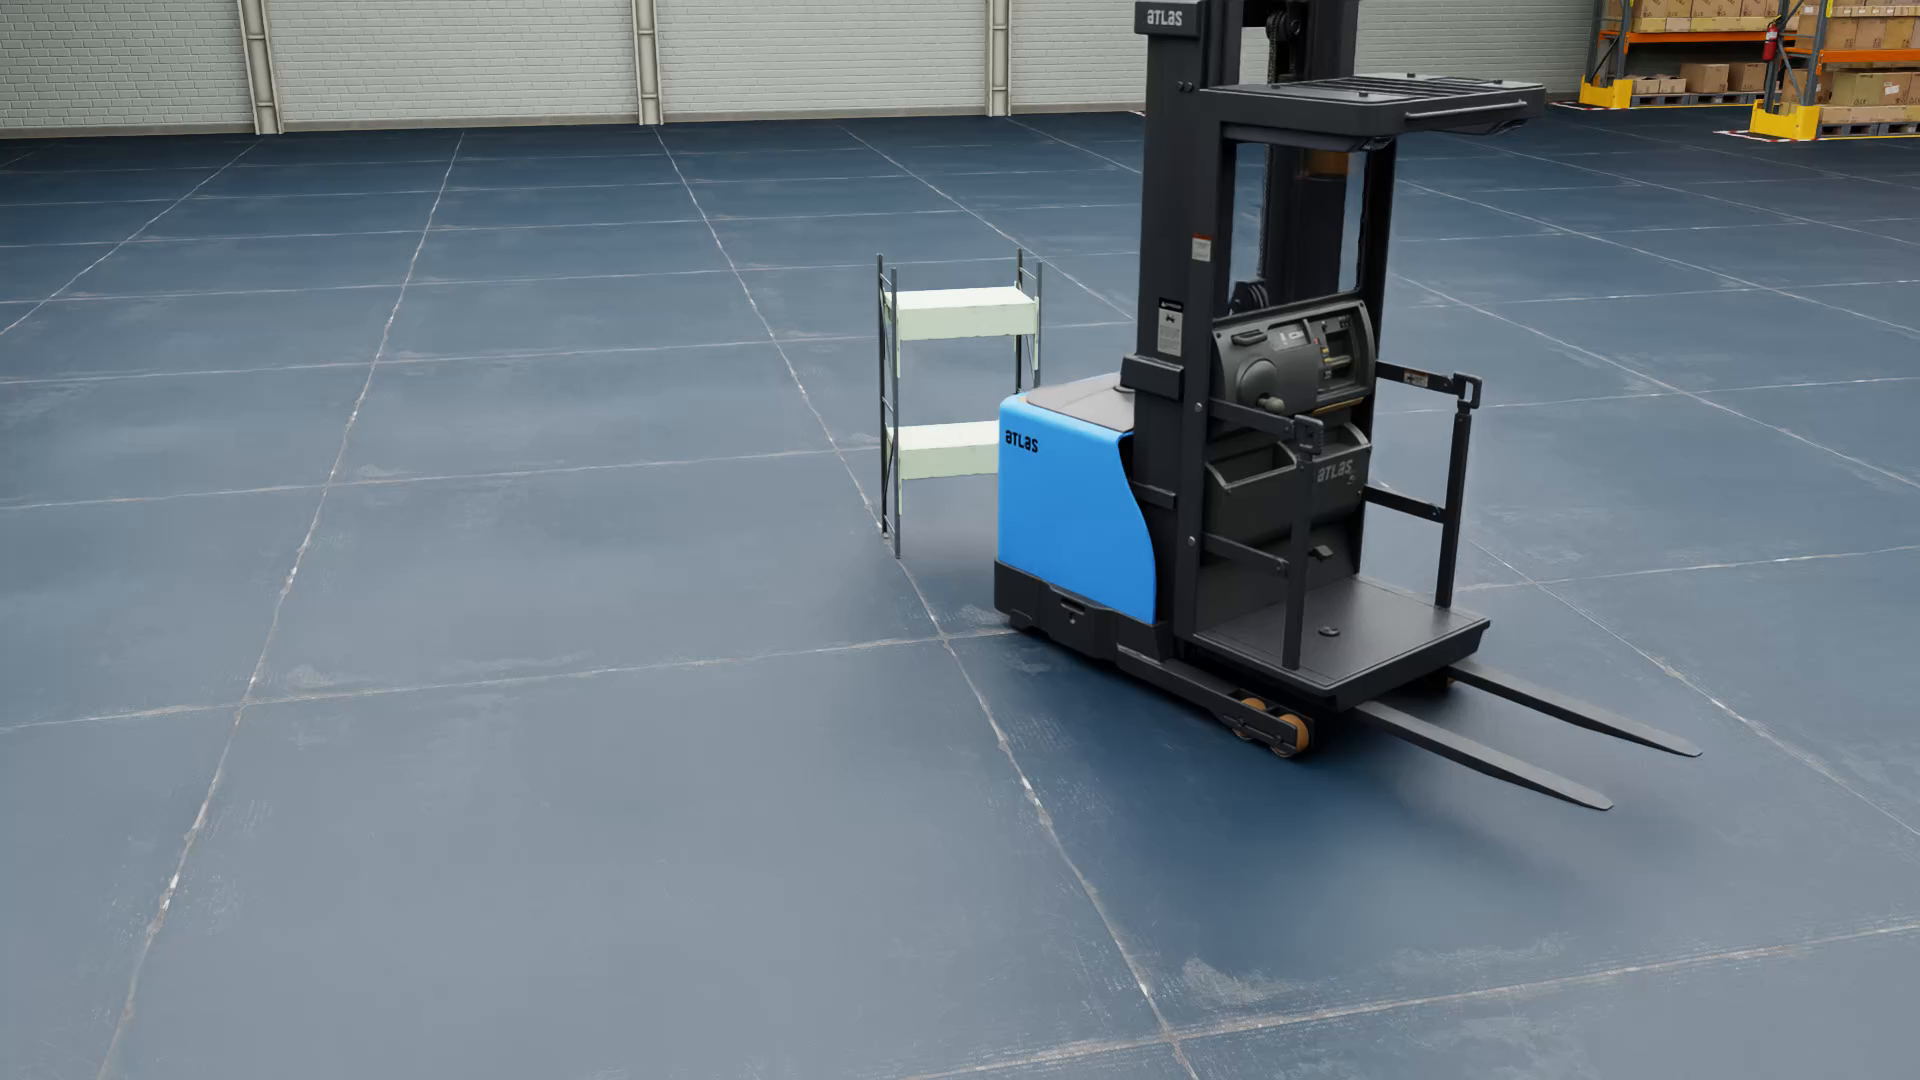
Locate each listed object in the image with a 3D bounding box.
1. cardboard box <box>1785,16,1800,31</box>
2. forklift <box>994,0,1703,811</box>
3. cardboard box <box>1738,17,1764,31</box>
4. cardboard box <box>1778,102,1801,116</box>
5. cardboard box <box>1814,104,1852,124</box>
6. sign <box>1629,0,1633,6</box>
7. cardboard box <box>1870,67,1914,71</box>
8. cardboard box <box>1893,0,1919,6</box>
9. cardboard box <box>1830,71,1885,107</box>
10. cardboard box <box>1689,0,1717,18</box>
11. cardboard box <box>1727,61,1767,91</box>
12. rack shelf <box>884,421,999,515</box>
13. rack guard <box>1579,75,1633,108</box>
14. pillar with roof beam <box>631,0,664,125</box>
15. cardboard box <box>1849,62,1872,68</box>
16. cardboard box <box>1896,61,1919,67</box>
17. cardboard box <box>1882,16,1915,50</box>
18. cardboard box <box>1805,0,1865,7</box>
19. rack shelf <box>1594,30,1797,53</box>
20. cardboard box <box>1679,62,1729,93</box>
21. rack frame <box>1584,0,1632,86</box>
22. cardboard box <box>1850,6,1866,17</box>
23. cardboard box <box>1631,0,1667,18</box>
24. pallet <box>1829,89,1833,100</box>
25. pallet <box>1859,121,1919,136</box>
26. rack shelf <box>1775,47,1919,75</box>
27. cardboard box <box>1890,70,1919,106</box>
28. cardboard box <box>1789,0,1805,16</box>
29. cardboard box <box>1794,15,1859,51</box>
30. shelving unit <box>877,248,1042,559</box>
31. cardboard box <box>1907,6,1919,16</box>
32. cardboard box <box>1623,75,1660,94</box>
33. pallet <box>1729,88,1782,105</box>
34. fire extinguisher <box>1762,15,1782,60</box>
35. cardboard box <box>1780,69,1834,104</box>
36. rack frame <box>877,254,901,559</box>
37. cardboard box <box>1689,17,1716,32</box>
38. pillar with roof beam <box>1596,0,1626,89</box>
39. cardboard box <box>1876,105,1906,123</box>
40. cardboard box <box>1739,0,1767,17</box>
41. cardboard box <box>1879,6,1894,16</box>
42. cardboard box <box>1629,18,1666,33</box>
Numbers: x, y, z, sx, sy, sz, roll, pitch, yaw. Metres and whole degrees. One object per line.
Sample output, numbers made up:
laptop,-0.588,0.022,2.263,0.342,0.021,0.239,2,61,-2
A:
cardboard box,15.360,-9.581,30.797,0.500,0.250,0.500,-5,21,-12
forklift,1.485,-0.722,6.524,1.130,2.935,3.031,-16,25,-37
cardboard box,14.388,-9.499,30.574,0.500,0.250,0.500,-5,21,-13
cardboard box,13.456,-6.854,26.551,0.500,0.250,0.500,-5,21,-12
cardboard box,13.575,-6.680,26.077,0.500,0.250,0.500,-5,21,-12
sign,11.984,-9.689,29.645,0.005,0.325,0.100,-5,21,-12
cardboard box,14.912,-7.330,26.760,0.500,0.500,0.500,-5,21,-12
cardboard box,14.512,-8.583,25.853,0.500,0.500,0.700,-5,21,-12
cardboard box,14.062,-7.073,26.058,0.500,0.500,0.500,-5,21,-12
cardboard box,13.380,-9.767,30.215,0.500,0.500,0.500,-5,21,-14
cardboard box,14.751,-8.718,31.248,0.500,0.500,0.500,-6,21,-17
rack shelf,-0.006,-0.398,8.667,0.720,0.370,0.431,-5,21,-12
rack guard,11.933,-8.296,30.736,0.348,0.500,1.175,-5,21,-12
pillar with roof beam,-4.185,-9.760,22.376,0.400,9.000,9.100,-5,21,-12
cardboard box,16.955,-8.935,31.840,0.500,0.500,0.700,-5,21,-14
cardboard box,17.950,-9.005,32.031,0.500,0.500,0.700,-5,21,-13
cardboard box,14.454,-7.966,26.056,0.500,0.500,0.700,-5,21,-12
cardboard box,13.511,-8.499,25.624,0.500,0.500,0.700,-5,21,-12
rack shelf,13.805,-9.285,30.846,4.000,0.370,1.077,-5,21,-12
cardboard box,13.833,-8.608,30.947,0.500,0.500,0.700,-6,21,-16
rack frame,11.859,-9.464,30.290,0.127,3.000,1.000,-5,21,-12
cardboard box,13.690,-8.139,25.583,0.250,0.149,0.380,-5,21,-14
cardboard box,12.393,-9.692,30.012,0.500,0.500,0.500,-5,21,-12
pallet,16.509,-8.533,31.803,1.213,0.211,1.003,-5,21,-12
pallet,14.922,-6.667,26.707,1.213,0.211,1.003,-5,21,-12
rack shelf,14.949,-7.627,26.320,4.000,0.370,1.077,-5,21,-12
cardboard box,15.036,-7.150,26.270,0.500,0.500,0.500,-5,21,-12
cardboard box,15.363,-9.931,30.663,0.500,0.500,0.500,-5,21,-13
cardboard box,13.460,-7.886,25.836,0.500,0.500,0.700,-5,21,-12
shelving unit,-0.006,-0.704,8.555,0.755,1.500,0.431,-5,21,-12
cardboard box,14.687,-8.219,25.803,0.250,0.149,0.380,-5,21,-13
cardboard box,12.553,-8.433,30.744,0.500,0.311,0.500,-7,21,-19
pallet,15.106,-8.406,31.456,1.213,0.211,1.003,-5,21,-12
fire extinguisher,12.780,-7.916,26.176,0.183,0.674,0.296,-5,21,-12
cardboard box,13.456,-7.207,26.424,0.500,0.500,0.500,-5,21,-12
rack frame,-0.363,-0.675,8.476,0.023,1.500,0.400,-5,21,-12
cardboard box,13.406,-9.420,30.357,0.500,0.250,0.500,-5,21,-13
pillar with roof beam,13.332,-11.185,26.266,0.400,9.000,9.100,-5,21,-12
cardboard box,14.548,-6.761,26.296,0.500,0.250,0.500,-5,21,-12
cardboard box,14.386,-9.853,30.451,0.500,0.500,0.500,-5,21,-14
cardboard box,14.179,-8.177,25.688,0.250,0.149,0.380,-5,21,-13
cardboard box,12.407,-9.335,30.127,0.500,0.250,0.500,-5,21,-14
